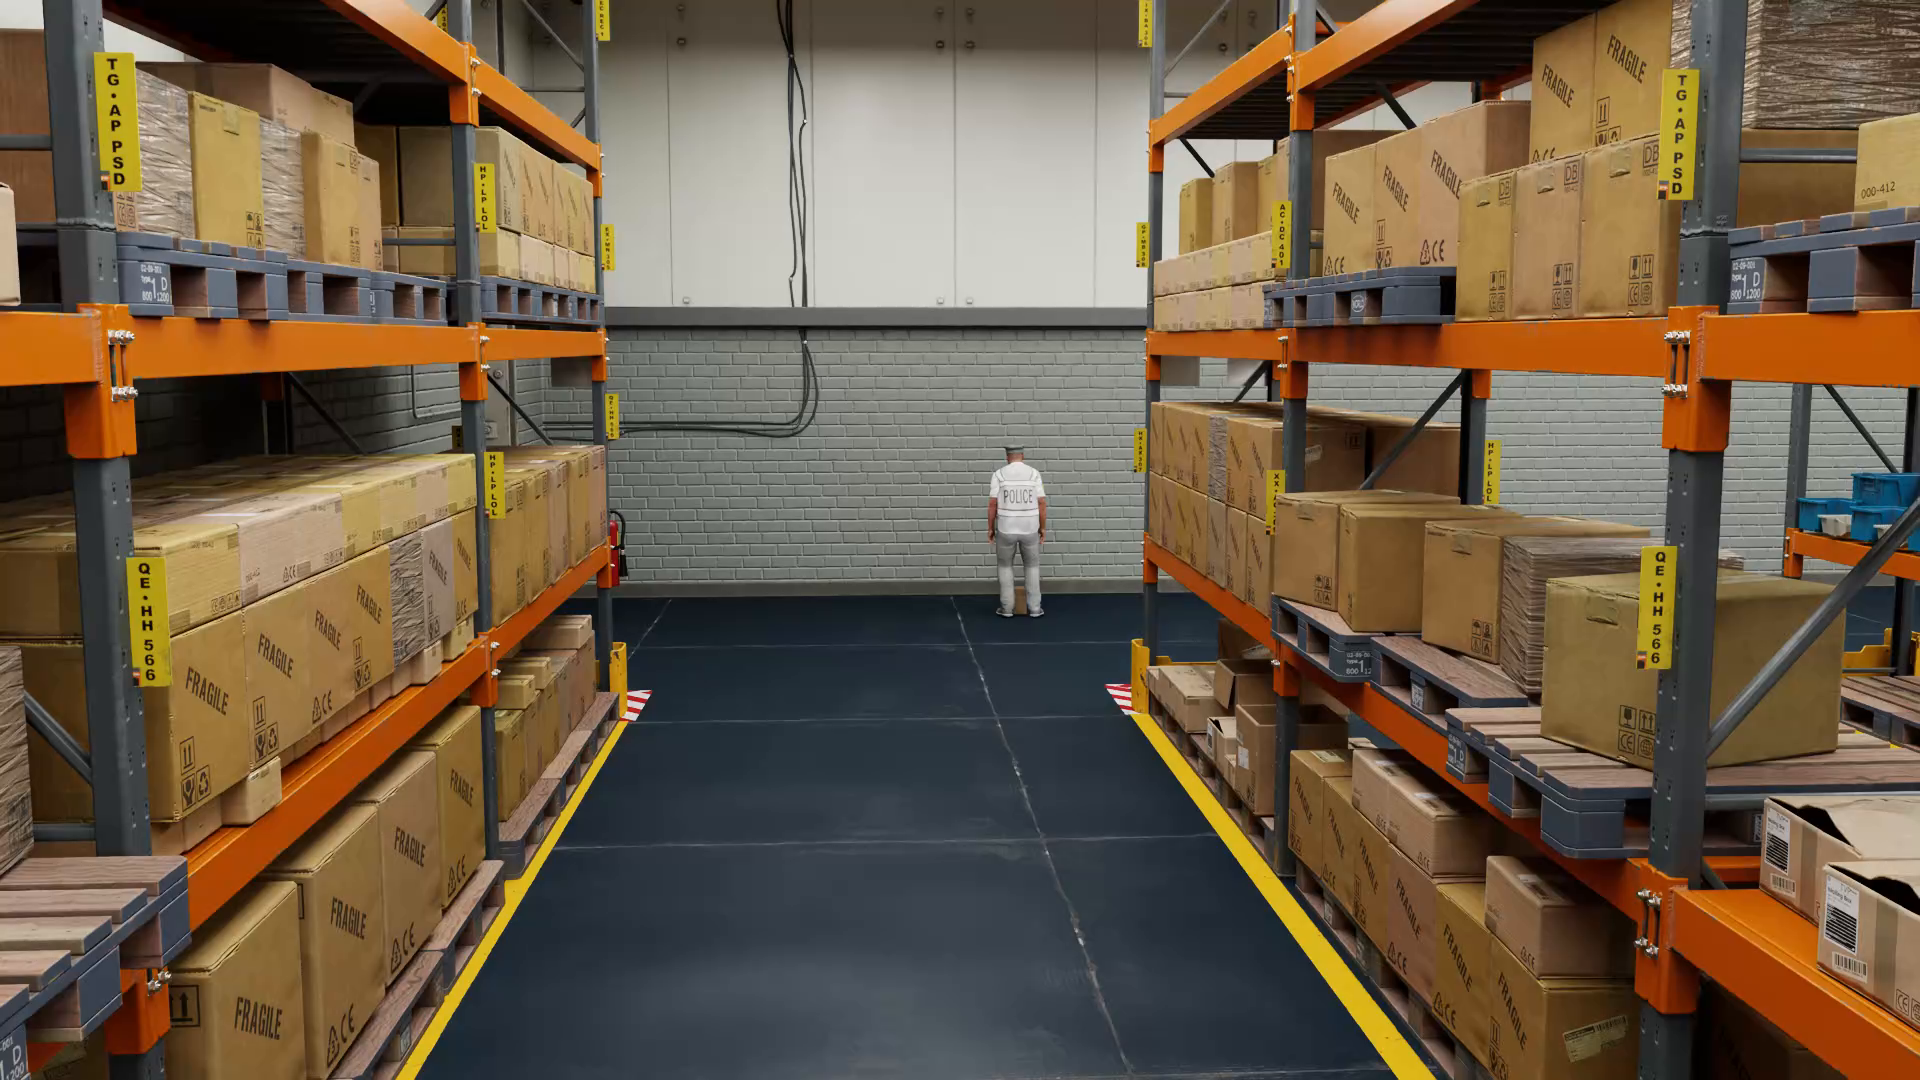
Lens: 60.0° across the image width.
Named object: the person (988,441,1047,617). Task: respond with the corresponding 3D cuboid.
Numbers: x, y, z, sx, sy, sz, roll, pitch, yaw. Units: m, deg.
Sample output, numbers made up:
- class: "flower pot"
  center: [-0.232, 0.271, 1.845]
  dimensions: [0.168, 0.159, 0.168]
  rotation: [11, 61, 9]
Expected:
- class: "person"
  center: [0.569, -0.102, 16.561]
  dimensions: [0.587, 1.748, 0.467]
  rotation: [0, 7, -3]
